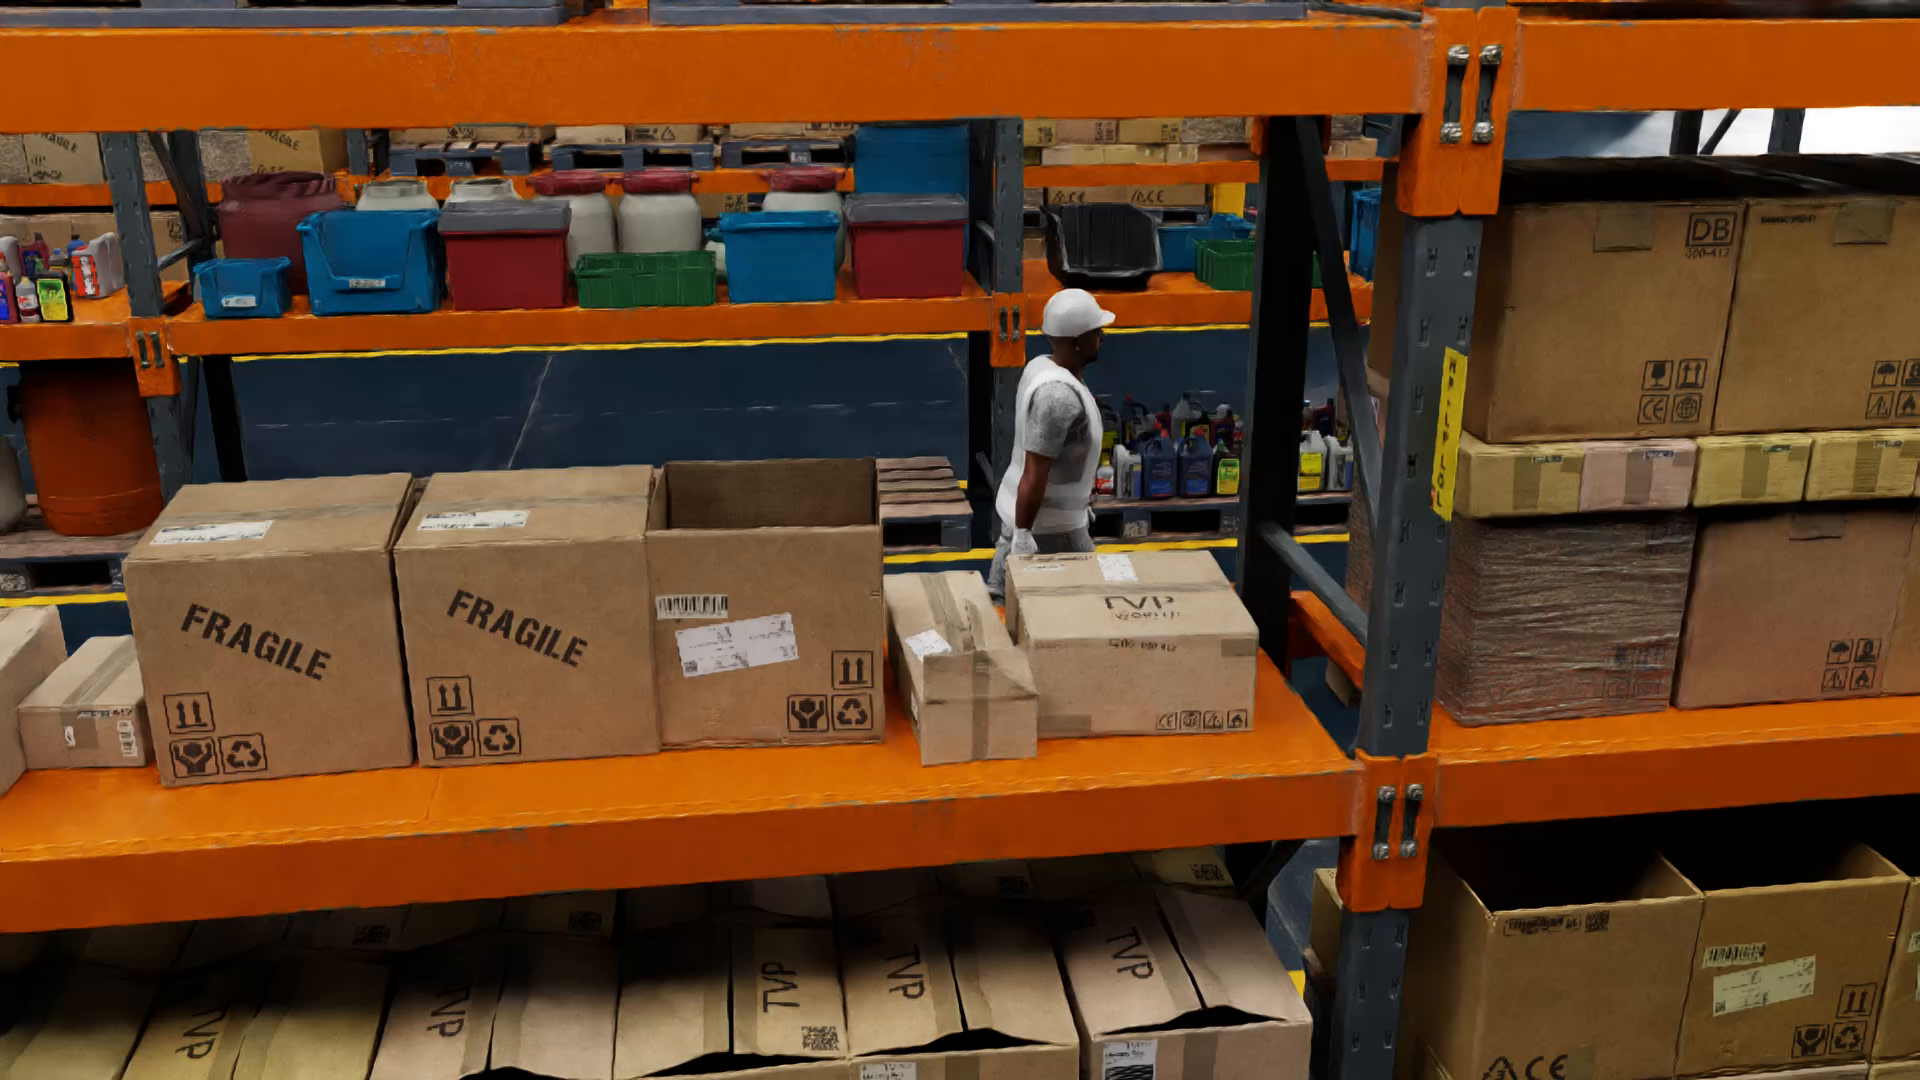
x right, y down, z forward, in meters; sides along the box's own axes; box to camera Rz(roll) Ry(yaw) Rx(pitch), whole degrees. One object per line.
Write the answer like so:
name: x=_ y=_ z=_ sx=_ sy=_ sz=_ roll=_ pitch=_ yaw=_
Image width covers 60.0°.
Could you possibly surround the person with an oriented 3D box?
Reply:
person: x=0.419 y=-0.105 z=6.333 sx=0.992 sy=1.727 sz=0.584 roll=-3 pitch=20 yaw=-9
